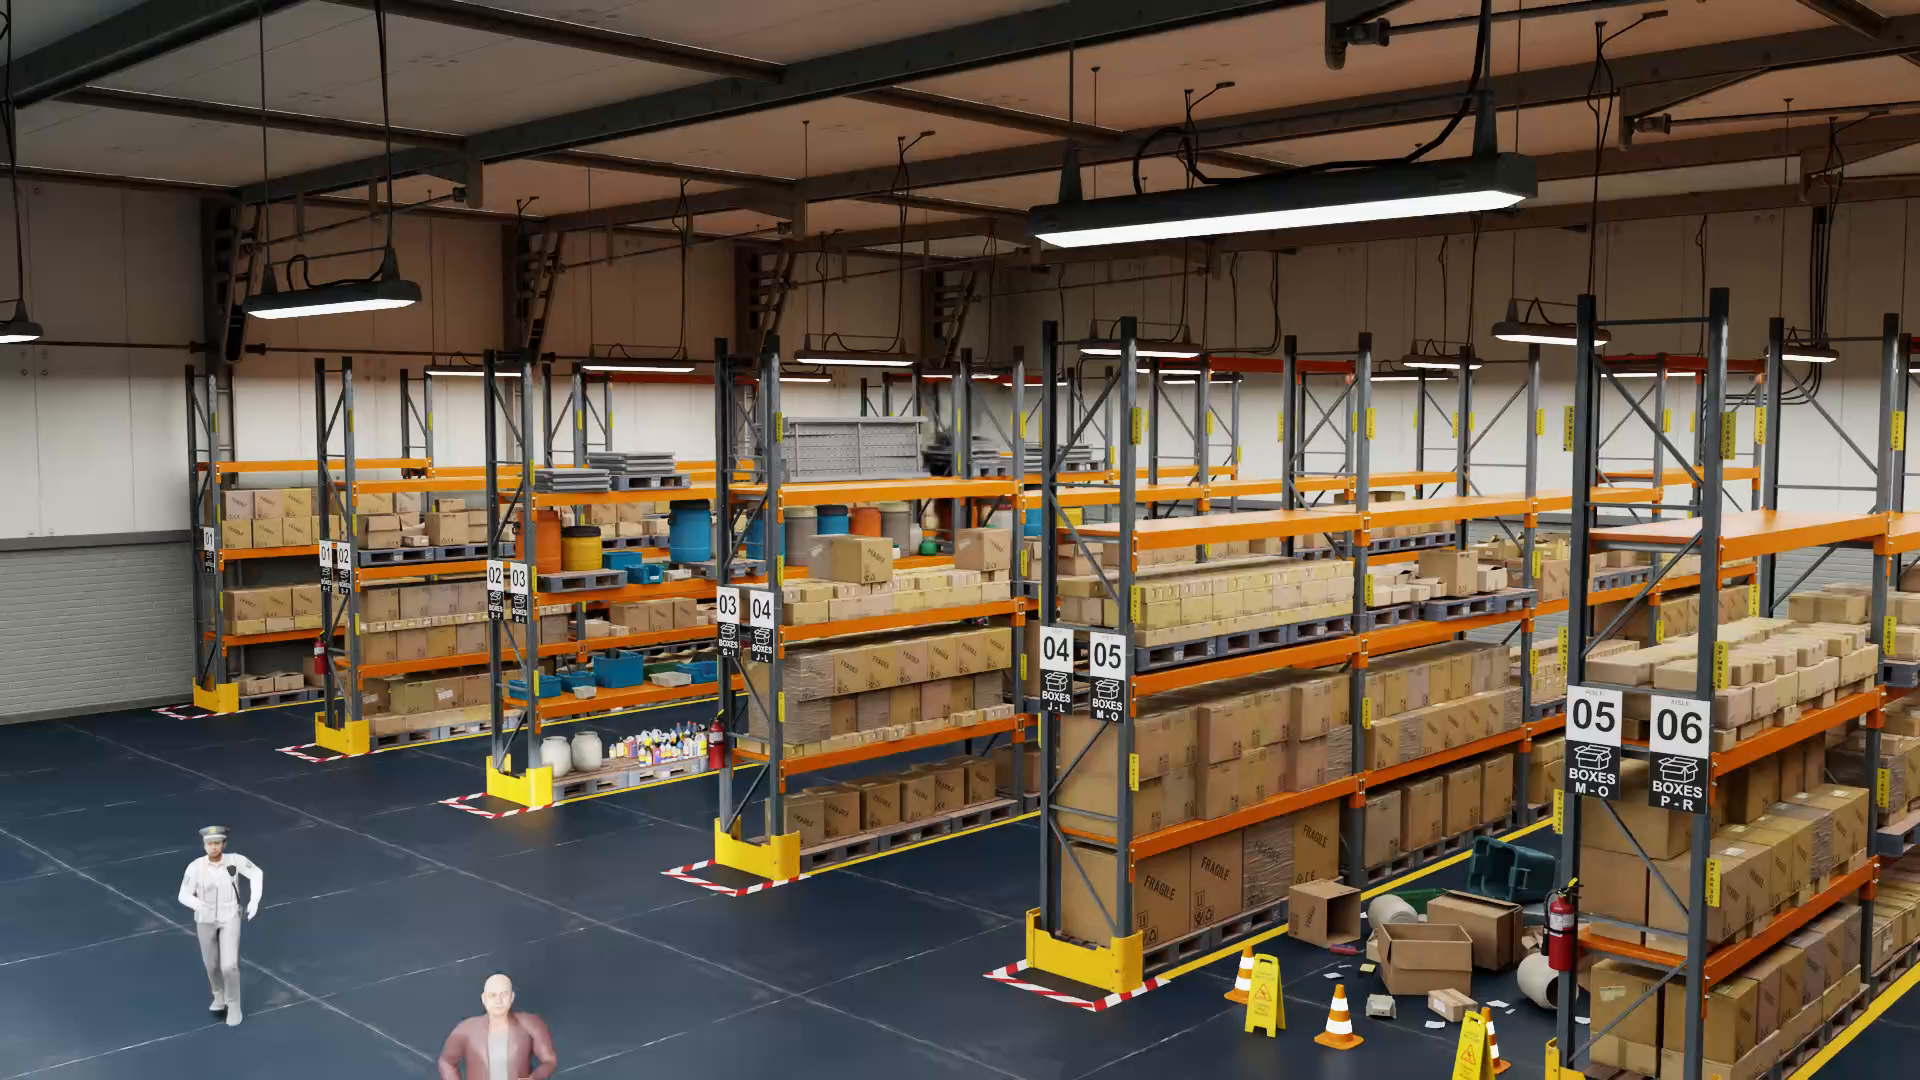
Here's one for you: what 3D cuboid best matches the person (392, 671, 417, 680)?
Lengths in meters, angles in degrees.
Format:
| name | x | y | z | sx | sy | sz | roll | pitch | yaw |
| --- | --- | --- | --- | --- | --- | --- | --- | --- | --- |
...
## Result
| name | x | y | z | sx | sy | sz | roll | pitch | yaw |
| --- | --- | --- | --- | --- | --- | --- | --- | --- | --- |
| person | -9.276 | 2.177 | 27.896 | 0.646 | 1.699 | 0.758 | 3 | 5 | 34 |

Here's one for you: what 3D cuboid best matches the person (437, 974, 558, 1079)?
| name | x | y | z | sx | sy | sz | roll | pitch | yaw |
| --- | --- | --- | --- | --- | --- | --- | --- | --- | --- |
| person | -2.823 | 3.517 | 10.173 | 0.716 | 1.736 | 0.833 | -1 | 5 | -15 |

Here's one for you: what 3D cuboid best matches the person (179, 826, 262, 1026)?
| name | x | y | z | sx | sy | sz | roll | pitch | yaw |
| --- | --- | --- | --- | --- | --- | --- | --- | --- | --- |
| person | -6.255 | 3.260 | 14.074 | 0.625 | 1.743 | 0.698 | -1 | 5 | -16 |
